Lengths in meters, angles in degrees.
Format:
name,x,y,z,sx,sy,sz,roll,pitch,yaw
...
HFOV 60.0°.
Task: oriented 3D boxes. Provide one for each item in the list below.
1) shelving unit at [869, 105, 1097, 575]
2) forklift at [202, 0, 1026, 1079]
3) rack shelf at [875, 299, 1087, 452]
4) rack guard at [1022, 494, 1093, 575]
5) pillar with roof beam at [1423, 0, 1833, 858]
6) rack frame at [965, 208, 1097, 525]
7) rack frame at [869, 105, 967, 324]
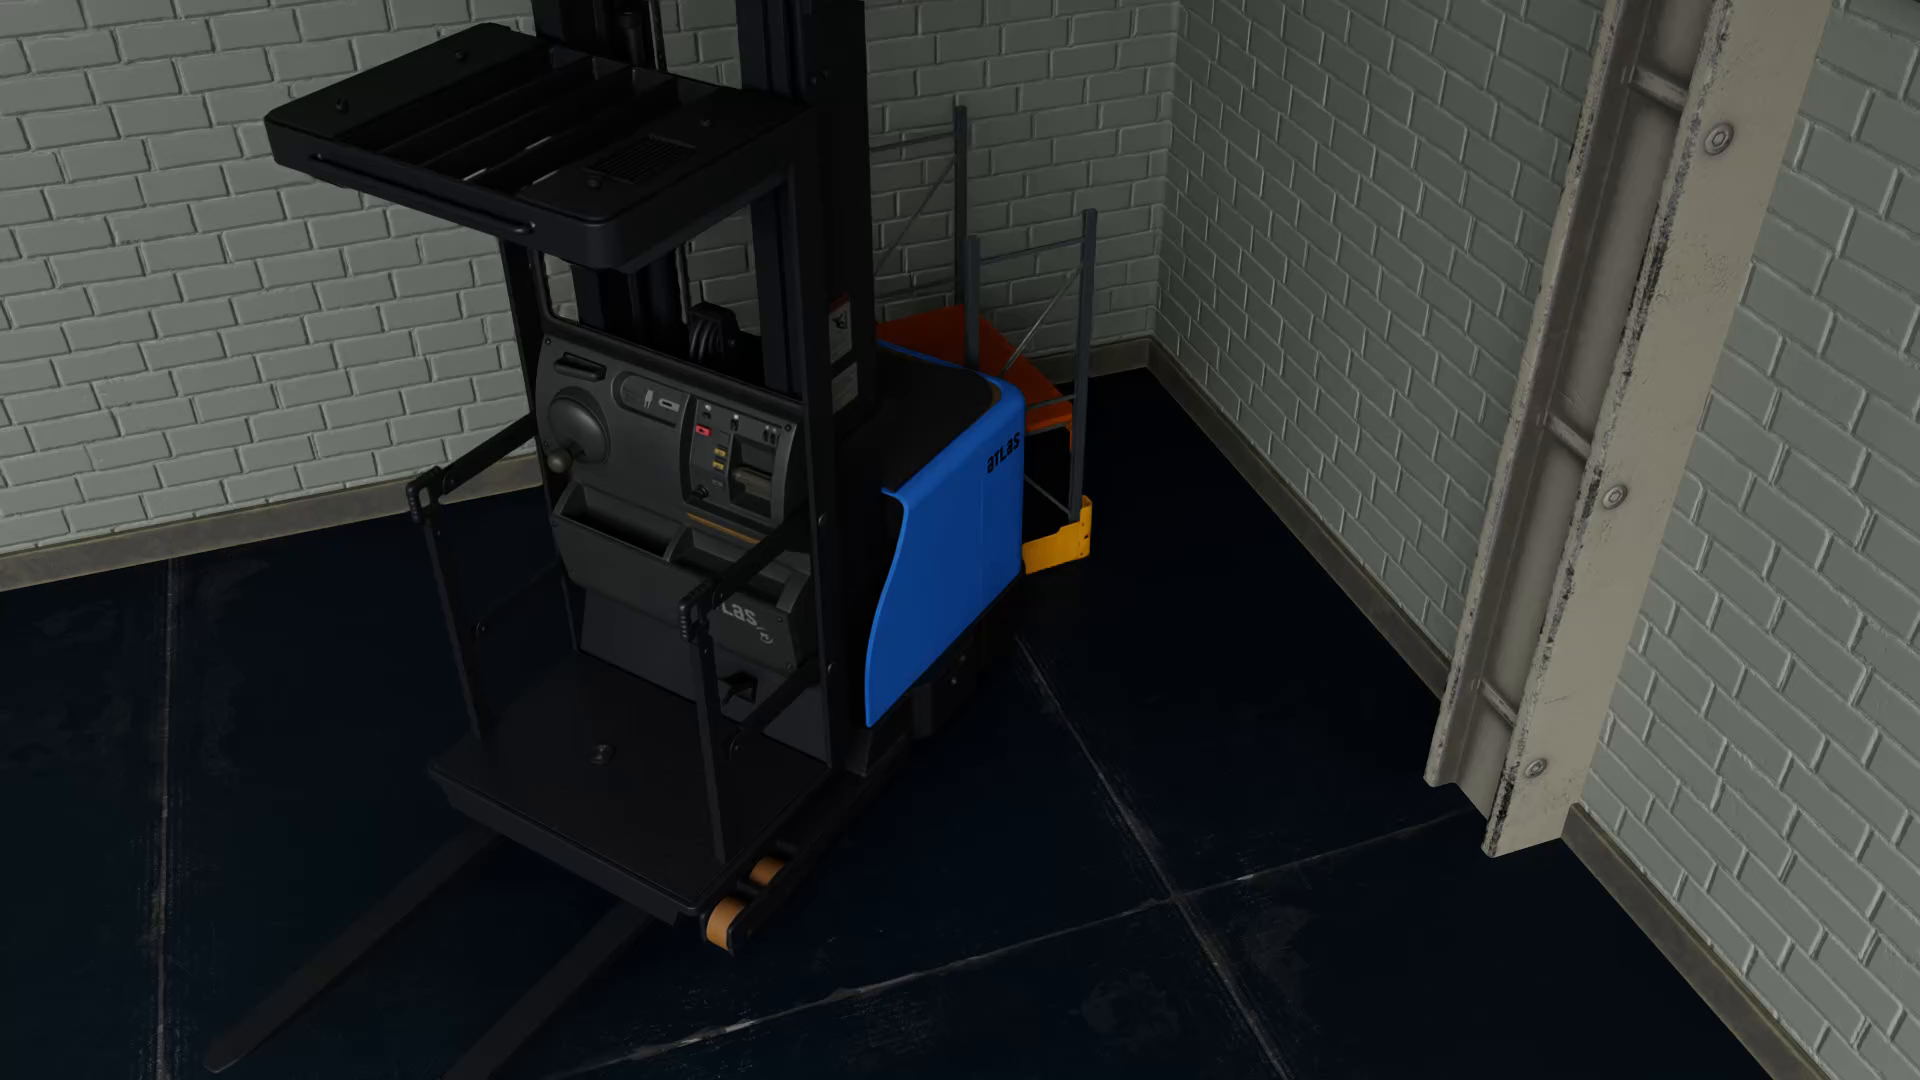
name,x,y,z,sx,sy,sz,roll,pitch,yaw
shelving unit,0.026,-0.753,6.503,0.587,1.500,1.083,-17,40,-21
forklift,-0.967,-0.241,4.634,1.130,2.935,3.031,21,42,25
rack shelf,0.022,-0.614,6.618,0.538,0.185,1.000,-17,40,-21
rack guard,0.246,0.015,6.522,0.587,0.250,0.087,-17,40,-21
pillar with roof beam,-2.251,-1.817,1.682,9.100,9.000,0.400,-12,39,-16
rack frame,0.247,-0.484,6.145,0.500,1.500,0.032,-17,40,-21
rack frame,-0.203,-1.032,6.874,0.500,1.500,0.032,-17,40,-21
